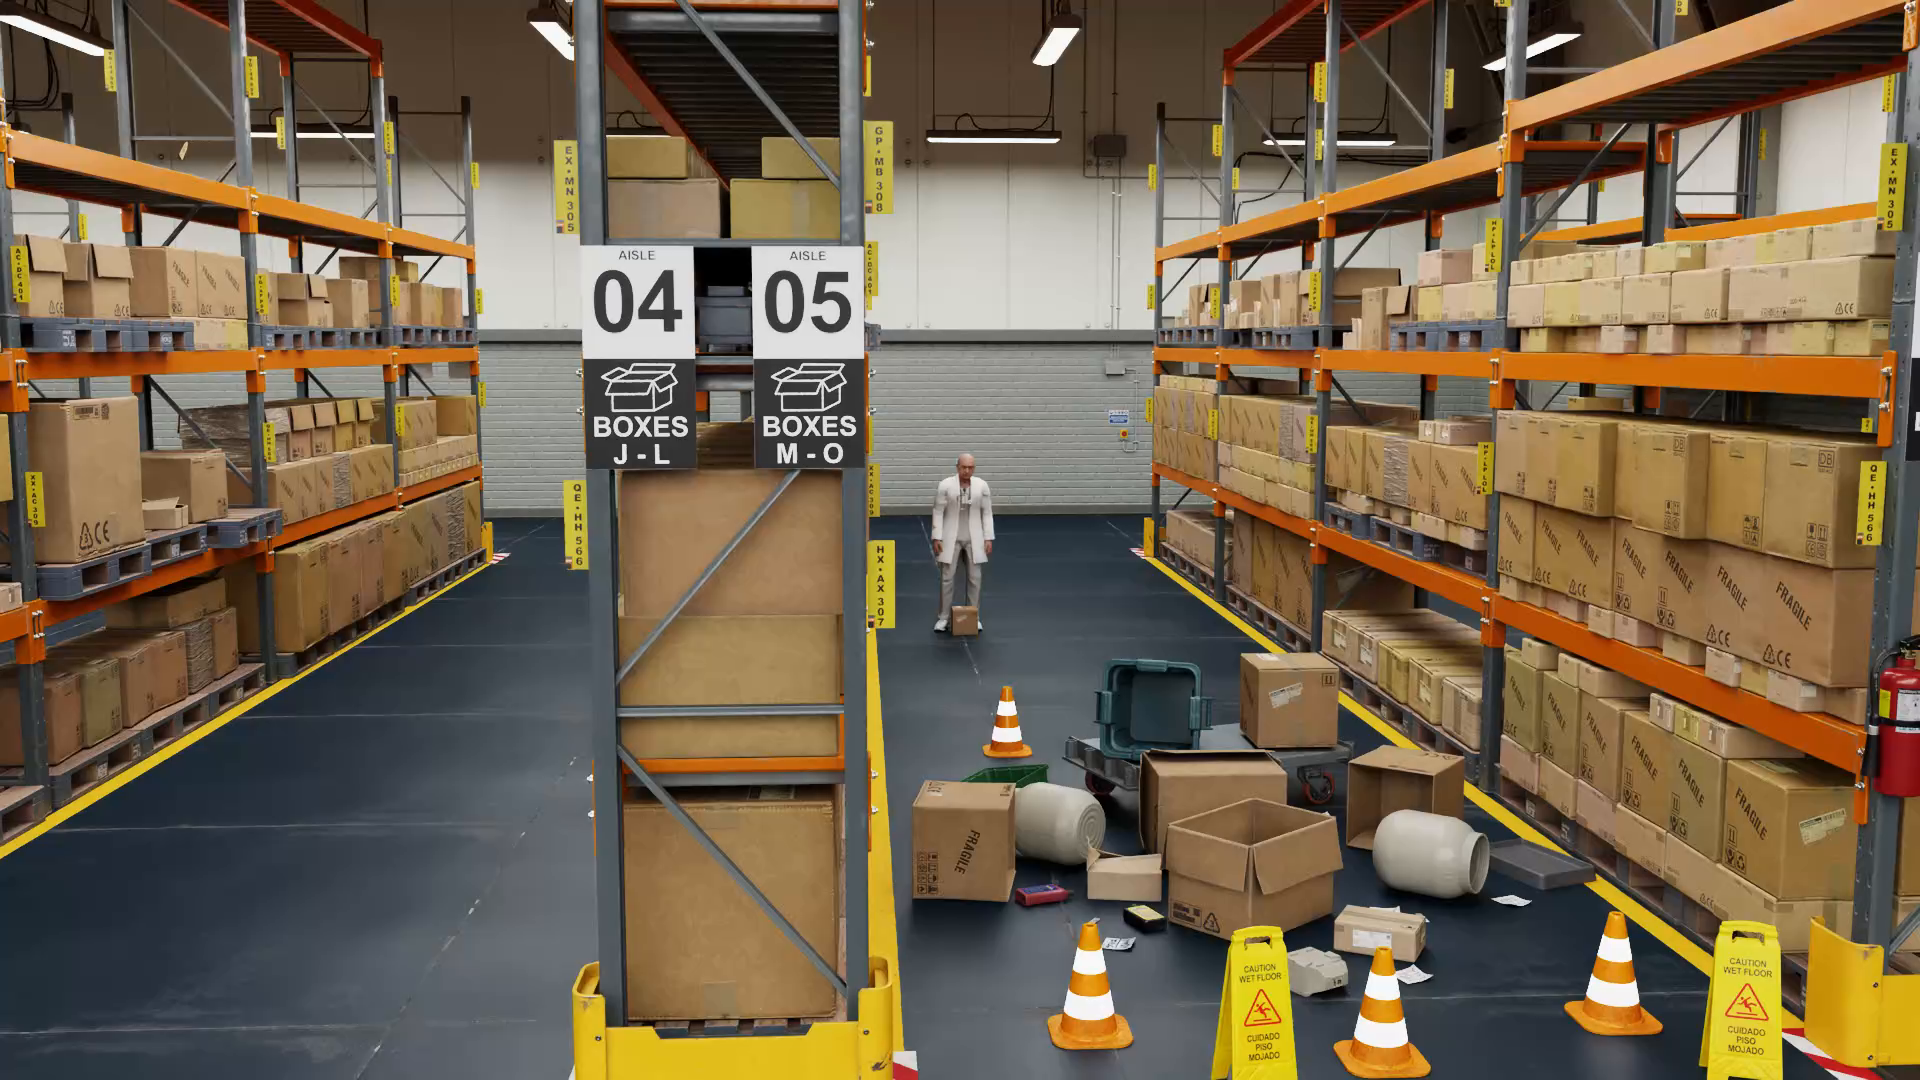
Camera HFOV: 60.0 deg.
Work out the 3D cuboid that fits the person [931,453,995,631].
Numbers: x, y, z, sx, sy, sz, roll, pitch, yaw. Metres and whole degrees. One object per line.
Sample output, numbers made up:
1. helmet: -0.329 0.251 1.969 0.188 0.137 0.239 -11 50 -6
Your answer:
1. person: 0.030 0.015 16.679 0.648 1.772 0.429 -1 7 -7
